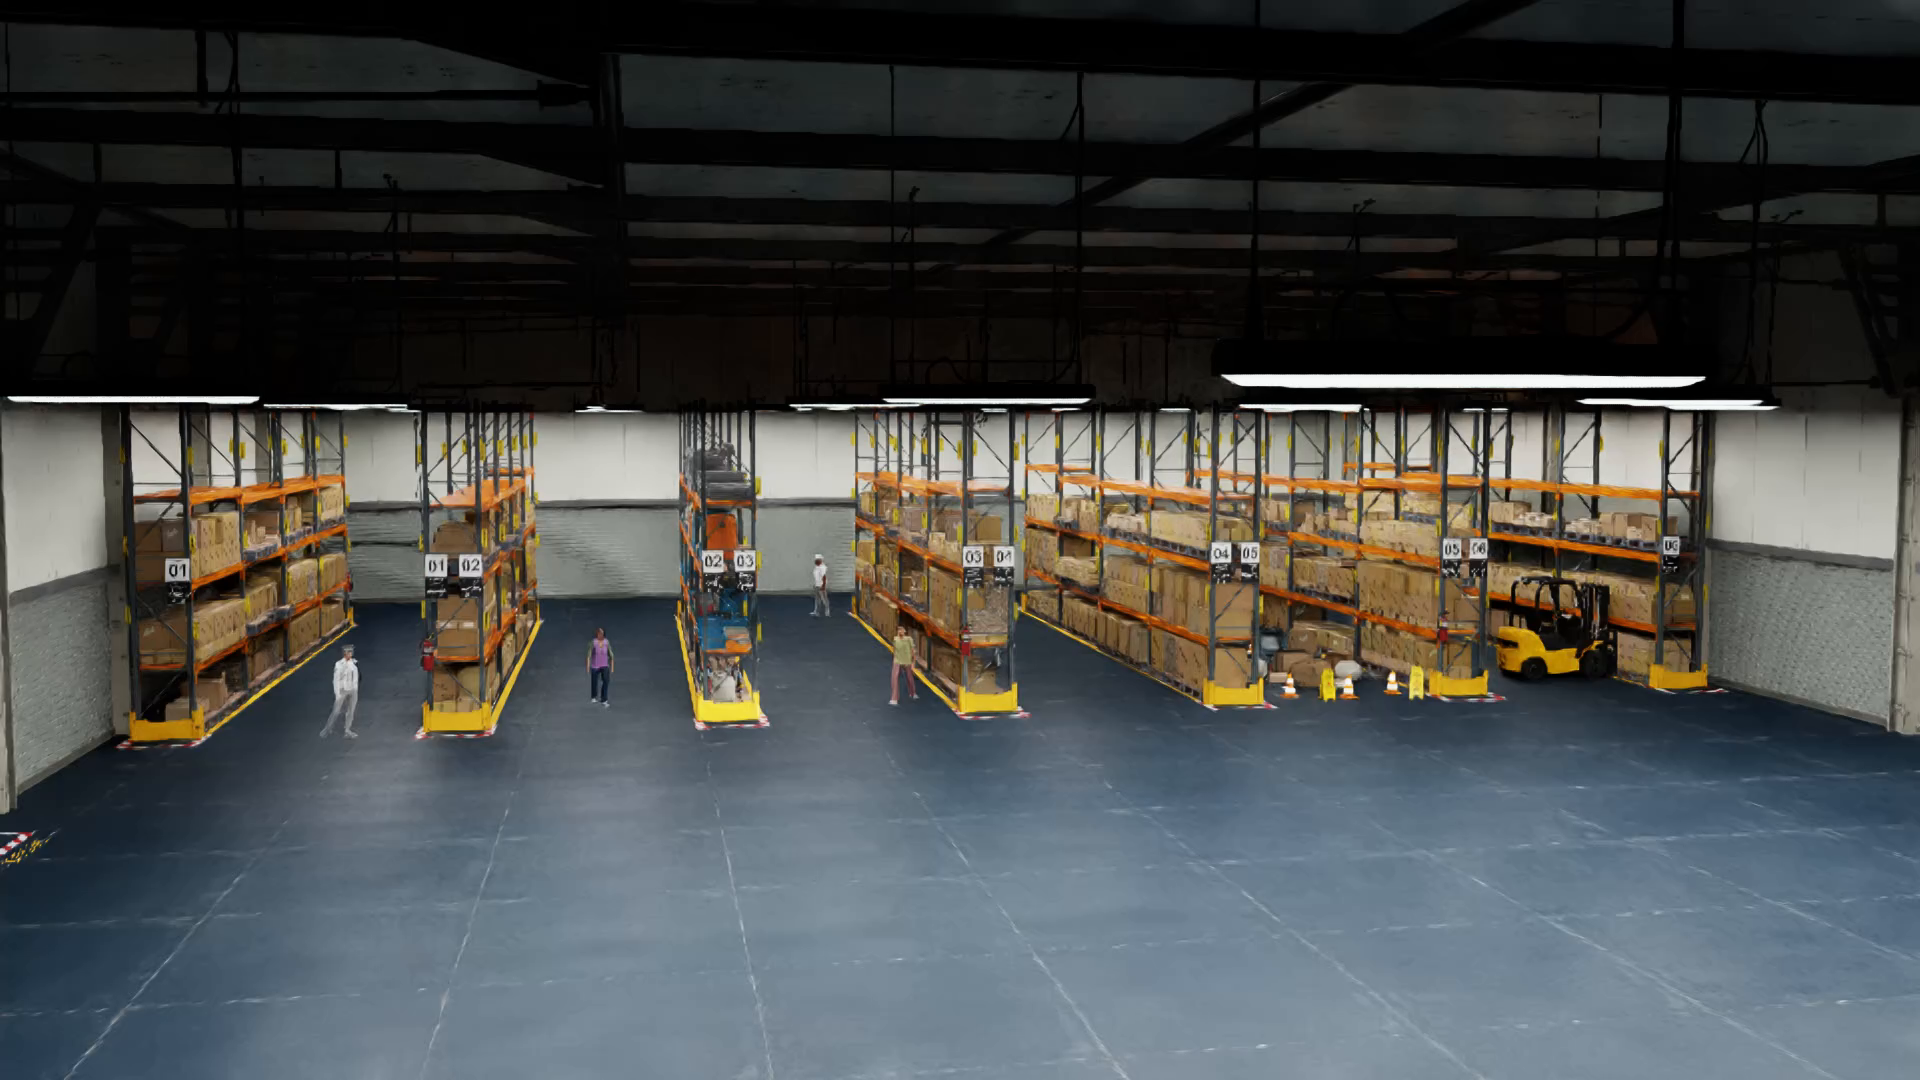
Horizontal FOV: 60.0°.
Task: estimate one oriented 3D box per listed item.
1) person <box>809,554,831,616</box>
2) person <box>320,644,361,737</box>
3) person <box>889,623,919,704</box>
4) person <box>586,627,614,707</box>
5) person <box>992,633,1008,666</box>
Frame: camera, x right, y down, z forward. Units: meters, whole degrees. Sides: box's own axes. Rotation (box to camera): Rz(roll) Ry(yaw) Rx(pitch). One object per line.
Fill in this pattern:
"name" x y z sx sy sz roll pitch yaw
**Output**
"person" -3.970 1.280 47.217 0.523 1.769 0.676 -2 5 -25
"person" -10.965 2.676 29.426 0.500 1.662 0.670 3 5 37
"person" -1.112 2.428 32.989 0.490 1.609 0.954 1 4 9
"person" -7.105 2.475 32.759 0.544 1.562 0.614 -2 5 -20
"person" 0.886 2.041 38.072 0.453 1.613 1.019 -1 4 -12
